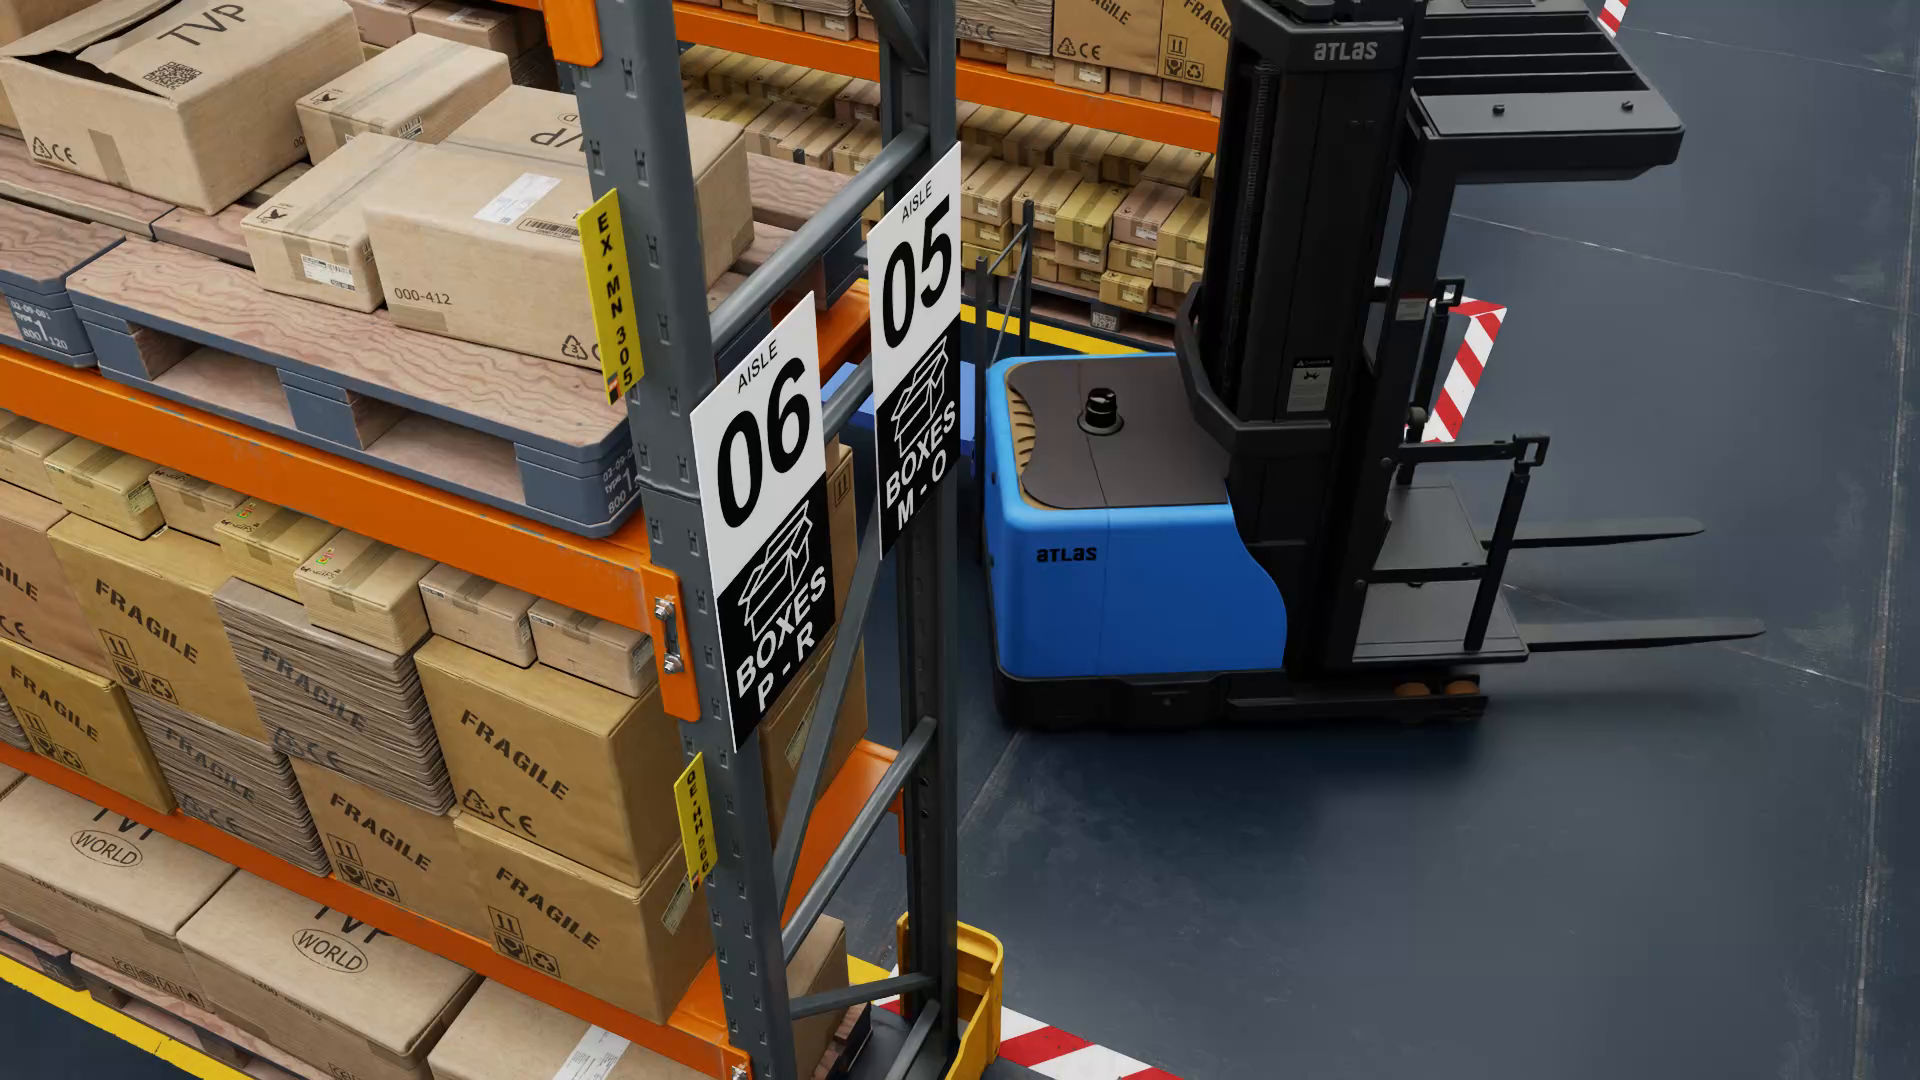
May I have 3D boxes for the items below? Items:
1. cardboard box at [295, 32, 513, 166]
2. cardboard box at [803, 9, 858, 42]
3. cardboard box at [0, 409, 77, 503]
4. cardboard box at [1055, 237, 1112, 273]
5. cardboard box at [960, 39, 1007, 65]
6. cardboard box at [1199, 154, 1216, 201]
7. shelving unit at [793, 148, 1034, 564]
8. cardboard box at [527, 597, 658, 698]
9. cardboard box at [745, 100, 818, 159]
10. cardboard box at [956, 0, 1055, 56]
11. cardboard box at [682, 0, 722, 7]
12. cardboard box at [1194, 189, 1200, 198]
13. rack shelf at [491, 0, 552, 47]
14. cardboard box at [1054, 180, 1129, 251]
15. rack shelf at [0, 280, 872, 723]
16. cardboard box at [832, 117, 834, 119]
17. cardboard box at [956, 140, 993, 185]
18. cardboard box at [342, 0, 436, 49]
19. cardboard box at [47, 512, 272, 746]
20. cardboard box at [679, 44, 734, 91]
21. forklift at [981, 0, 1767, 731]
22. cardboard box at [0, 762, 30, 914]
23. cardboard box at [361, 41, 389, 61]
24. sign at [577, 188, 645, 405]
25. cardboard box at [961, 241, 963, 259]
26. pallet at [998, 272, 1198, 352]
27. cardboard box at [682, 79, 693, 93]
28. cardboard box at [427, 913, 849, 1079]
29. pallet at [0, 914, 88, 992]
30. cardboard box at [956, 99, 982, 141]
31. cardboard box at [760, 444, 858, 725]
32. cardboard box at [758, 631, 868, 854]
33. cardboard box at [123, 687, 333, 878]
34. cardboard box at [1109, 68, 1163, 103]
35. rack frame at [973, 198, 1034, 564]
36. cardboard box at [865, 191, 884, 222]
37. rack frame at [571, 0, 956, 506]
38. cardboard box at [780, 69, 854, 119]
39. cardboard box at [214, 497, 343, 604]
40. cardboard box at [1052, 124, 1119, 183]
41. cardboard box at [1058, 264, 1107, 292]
[{"bbox_3d":[-1.160,-0.910,3.514,0.250,0.149,0.380,19,44,20],"label":"cardboard box"},{"bbox_3d":[-0.563,-2.607,8.160,0.250,0.149,0.380,19,44,20],"label":"cardboard box"},{"bbox_3d":[-2.091,-0.283,3.951,0.250,0.149,0.380,18,44,20],"label":"cardboard box"},{"bbox_3d":[0.659,-1.517,8.338,0.250,0.149,0.380,15,43,17],"label":"cardboard box"},{"bbox_3d":[0.185,-2.440,7.966,0.250,0.149,0.380,15,43,17],"label":"cardboard box"},{"bbox_3d":[1.399,-1.856,8.503,0.250,0.149,0.380,15,43,17],"label":"cardboard box"},{"bbox_3d":[-0.290,-0.752,6.973,1.048,1.500,0.538,16,44,18],"label":"shelving unit"},{"bbox_3d":[-0.682,0.122,3.484,0.250,0.149,0.380,18,44,19],"label":"cardboard box"},{"bbox_3d":[-0.950,-2.188,8.886,0.250,0.149,0.380,16,43,18],"label":"cardboard box"},{"bbox_3d":[0.286,-2.605,7.662,0.500,0.500,0.500,17,44,19],"label":"cardboard box"},{"bbox_3d":[-1.247,-2.873,8.466,0.250,0.149,0.380,15,43,17],"label":"cardboard box"},{"bbox_3d":[1.139,-1.804,8.670,0.250,0.149,0.380,17,44,18],"label":"cardboard box"},{"bbox_3d":[-3.708,-3.593,9.654,4.000,0.370,1.077,17,44,19],"label":"rack shelf"},{"bbox_3d":[0.651,-1.606,8.214,0.250,0.149,0.380,16,43,18],"label":"cardboard box"},{"bbox_3d":[-2.084,-0.653,3.972,4.000,0.370,1.077,17,44,19],"label":"rack shelf"},{"bbox_3d":[-0.789,-2.347,9.297,0.250,0.149,0.380,17,44,19],"label":"cardboard box"},{"bbox_3d":[-0.016,-1.895,8.548,0.250,0.149,0.380,16,43,17],"label":"cardboard box"},{"bbox_3d":[-3.137,-3.015,9.453,0.500,0.250,0.500,19,44,21],"label":"cardboard box"},{"bbox_3d":[-1.742,0.089,4.017,0.500,0.500,0.500,17,44,18],"label":"cardboard box"},{"bbox_3d":[-1.463,-2.673,9.446,0.250,0.149,0.380,18,44,20],"label":"cardboard box"},{"bbox_3d":[1.626,-0.744,5.871,3.031,2.935,1.130,-2,41,-2],"label":"forklift"},{"bbox_3d":[-3.373,0.702,5.785,0.875,0.438,0.875,16,44,18],"label":"cardboard box"},{"bbox_3d":[-3.137,-2.723,9.689,0.500,0.500,0.500,16,43,18],"label":"cardboard box"},{"bbox_3d":[-0.514,-0.357,2.466,0.005,0.325,0.100,17,44,19],"label":"sign"},{"bbox_3d":[-0.040,-1.624,8.689,0.250,0.149,0.380,18,44,19],"label":"cardboard box"},{"bbox_3d":[0.940,-1.416,8.723,1.213,0.211,1.003,17,44,19],"label":"pallet"},{"bbox_3d":[-1.671,-2.399,9.129,0.250,0.149,0.380,19,44,20],"label":"cardboard box"},{"bbox_3d":[-0.912,1.449,4.924,0.875,0.438,0.875,16,43,17],"label":"cardboard box"},{"bbox_3d":[-3.240,0.966,5.974,1.213,0.211,1.003,17,44,19],"label":"pallet"},{"bbox_3d":[-0.071,-2.222,8.925,0.250,0.149,0.380,17,44,19],"label":"cardboard box"},{"bbox_3d":[-0.586,0.045,4.068,0.500,0.500,0.500,16,43,18],"label":"cardboard box"},{"bbox_3d":[-0.585,0.422,4.397,0.500,0.500,0.500,17,44,18],"label":"cardboard box"},{"bbox_3d":[-1.739,0.464,4.348,0.500,0.500,0.500,18,44,20],"label":"cardboard box"},{"bbox_3d":[0.872,-2.182,7.670,0.250,0.149,0.380,17,44,18],"label":"cardboard box"},{"bbox_3d":[0.174,-0.616,6.815,0.032,1.500,0.500,16,44,18],"label":"rack frame"},{"bbox_3d":[-0.301,-1.794,8.659,0.250,0.149,0.380,17,44,19],"label":"cardboard box"},{"bbox_3d":[-0.272,-1.504,2.115,0.127,3.000,1.000,17,44,19],"label":"rack frame"},{"bbox_3d":[-0.784,-2.443,9.180,0.250,0.149,0.380,18,44,20],"label":"cardboard box"},{"bbox_3d":[-1.402,-0.050,3.683,0.250,0.149,0.380,18,44,20],"label":"cardboard box"},{"bbox_3d":[0.664,-2.026,8.700,0.250,0.149,0.380,15,43,17],"label":"cardboard box"},{"bbox_3d":[0.686,-1.442,8.479,0.250,0.149,0.380,17,44,18],"label":"cardboard box"}]
